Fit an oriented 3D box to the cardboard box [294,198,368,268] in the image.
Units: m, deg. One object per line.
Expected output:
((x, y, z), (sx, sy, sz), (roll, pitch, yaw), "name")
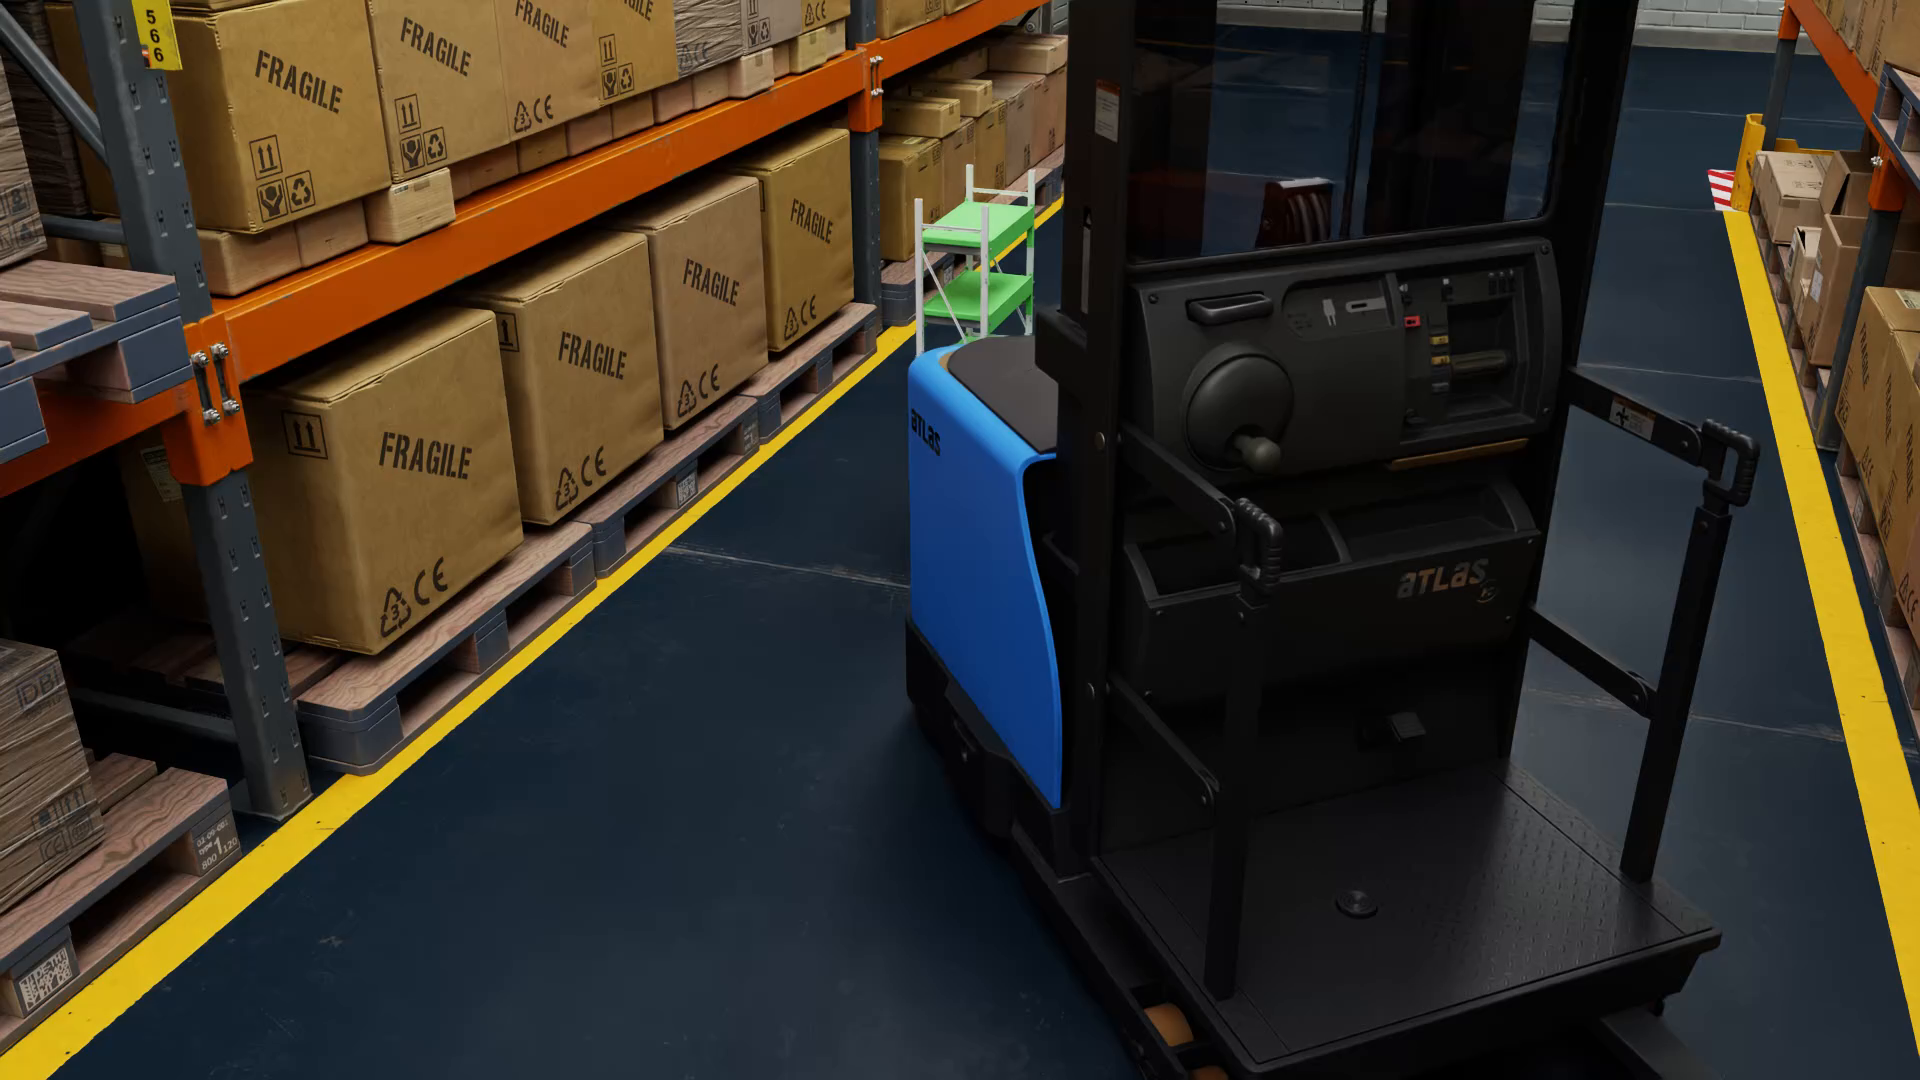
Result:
((-1.762, -0.820, 4.267), (0.380, 0.149, 0.250), (9, 27, 18), "cardboard box")

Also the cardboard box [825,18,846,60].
((-0.697, -2.080, 6.869), (0.380, 0.149, 0.250), (9, 27, 18), "cardboard box")

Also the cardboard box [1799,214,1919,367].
((3.744, -0.995, 6.727), (0.500, 0.500, 0.500), (9, 27, 17), "cardboard box")

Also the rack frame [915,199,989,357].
((-0.026, -0.508, 5.422), (0.240, 1.200, 0.015), (9, 27, 17), "rack frame")

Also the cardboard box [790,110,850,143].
((-0.741, -1.982, 8.043), (0.380, 0.149, 0.250), (9, 27, 17), "cardboard box")

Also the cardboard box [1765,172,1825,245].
((4.371, -1.658, 8.383), (0.500, 0.250, 0.500), (9, 27, 17), "cardboard box")

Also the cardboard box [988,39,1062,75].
((0.386, -2.877, 9.893), (0.380, 0.149, 0.250), (9, 27, 19), "cardboard box")

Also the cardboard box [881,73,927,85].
((-0.396, -2.410, 8.929), (0.380, 0.149, 0.250), (9, 27, 18), "cardboard box")

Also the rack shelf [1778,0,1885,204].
((4.487, -2.145, 7.564), (1.077, 0.370, 4.000), (9, 27, 17), "rack shelf")

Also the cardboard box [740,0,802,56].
((-0.927, -2.115, 6.196), (0.500, 0.500, 0.500), (9, 27, 18), "cardboard box")

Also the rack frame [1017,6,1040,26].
((0.480, -4.008, 10.586), (1.000, 3.000, 0.127), (9, 27, 17), "rack frame")

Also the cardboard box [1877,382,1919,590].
((3.090, -0.132, 4.943), (0.500, 0.500, 0.500), (9, 27, 18), "cardboard box")

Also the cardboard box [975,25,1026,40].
((0.194, -3.142, 10.439), (0.380, 0.149, 0.250), (9, 27, 18), "cardboard box")

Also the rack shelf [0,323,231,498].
((-2.848, 0.425, 2.255), (1.077, 0.370, 4.000), (9, 27, 17), "rack shelf")

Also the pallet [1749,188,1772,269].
((4.863, -1.677, 8.971), (1.003, 0.211, 1.213), (9, 27, 17), "pallet")

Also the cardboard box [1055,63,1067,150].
((0.341, -2.770, 10.415), (0.700, 0.500, 0.500), (9, 27, 17), "cardboard box")

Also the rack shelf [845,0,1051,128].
((-0.185, -2.862, 9.045), (1.077, 0.370, 4.000), (9, 27, 17), "rack shelf")

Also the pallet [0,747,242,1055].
((-2.444, 0.856, 3.740), (1.003, 0.211, 1.213), (9, 27, 17), "pallet")

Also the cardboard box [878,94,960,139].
((-0.219, -2.127, 8.342), (0.380, 0.149, 0.250), (10, 27, 19), "cardboard box")

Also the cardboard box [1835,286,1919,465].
((3.431, -0.557, 5.821), (0.500, 0.500, 0.500), (8, 27, 15), "cardboard box")

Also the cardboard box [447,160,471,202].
((-1.626, -1.038, 4.718), (0.380, 0.149, 0.250), (8, 27, 17), "cardboard box")

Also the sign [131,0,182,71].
((-1.667, -1.131, 3.406), (0.100, 0.325, 0.005), (9, 27, 17), "sign")

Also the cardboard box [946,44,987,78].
((-0.057, -2.831, 9.797), (0.380, 0.149, 0.250), (9, 27, 18), "cardboard box")

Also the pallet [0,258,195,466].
((-2.319, -0.326, 3.201), (1.213, 0.211, 1.003), (9, 27, 17), "pallet")

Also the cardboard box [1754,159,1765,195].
((4.606, -1.989, 9.162), (0.380, 0.166, 0.250), (9, 27, 17), "cardboard box")

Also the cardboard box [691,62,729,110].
((-1.063, -1.665, 6.012), (0.380, 0.149, 0.250), (9, 27, 17), "cardboard box")

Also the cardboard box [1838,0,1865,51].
((4.085, -2.358, 7.064), (0.500, 0.500, 0.500), (9, 27, 19), "cardboard box")

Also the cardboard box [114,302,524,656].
((-1.814, -0.225, 4.757), (0.750, 0.750, 0.750), (8, 27, 17), "cardboard box")

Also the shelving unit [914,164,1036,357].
((0.055, -0.608, 5.629), (0.258, 1.200, 0.503), (9, 27, 17), "shelving unit")

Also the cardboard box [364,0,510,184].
((-1.596, -1.284, 4.482), (0.500, 0.500, 0.500), (10, 27, 19), "cardboard box")

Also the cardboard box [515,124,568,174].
((-1.452, -1.251, 5.156), (0.380, 0.149, 0.250), (9, 27, 18), "cardboard box")

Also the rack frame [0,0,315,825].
((-2.182, -0.720, 3.795), (1.000, 3.000, 0.127), (9, 27, 17), "rack frame")

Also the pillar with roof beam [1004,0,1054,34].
((4.622, -7.319, 10.539), (9.100, 9.000, 0.400), (9, 27, 17), "pillar with roof beam")

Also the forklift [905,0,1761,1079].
((0.854, -0.324, 3.055), (1.130, 2.935, 3.031), (-10, 27, -19), "forklift")

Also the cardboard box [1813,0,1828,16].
((4.420, -2.773, 7.921), (0.500, 0.500, 0.500), (9, 27, 17), "cardboard box")

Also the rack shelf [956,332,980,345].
((0.055, -0.551, 5.657), (0.258, 0.148, 0.480), (9, 27, 17), "rack shelf")

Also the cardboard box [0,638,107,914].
((-2.373, 0.510, 3.618), (0.700, 0.500, 0.500), (9, 27, 18), "cardboard box")

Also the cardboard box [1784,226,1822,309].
((3.993, -1.219, 7.405), (0.500, 0.311, 0.500), (9, 27, 17), "cardboard box")

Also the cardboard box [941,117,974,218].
((-0.335, -1.926, 8.673), (0.700, 0.500, 0.500), (8, 27, 17), "cardboard box")

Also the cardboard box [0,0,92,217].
((-2.274, -1.140, 4.184), (0.500, 0.500, 0.500), (9, 27, 18), "cardboard box")

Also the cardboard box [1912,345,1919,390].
((3.098, -0.483, 4.809), (0.500, 0.250, 0.500), (9, 27, 18), "cardboard box")

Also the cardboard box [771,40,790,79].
((-0.887, -1.873, 6.442), (0.380, 0.149, 0.250), (10, 27, 19), "cardboard box")

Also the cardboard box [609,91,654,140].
((-1.260, -1.457, 5.582), (0.380, 0.149, 0.250), (10, 27, 19), "cardboard box")

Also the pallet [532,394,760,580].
((-1.441, -0.278, 6.082), (1.003, 0.211, 1.213), (9, 27, 17), "pallet")

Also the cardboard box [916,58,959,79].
((-0.226, -2.621, 9.363), (0.380, 0.149, 0.250), (9, 27, 18), "cardboard box")

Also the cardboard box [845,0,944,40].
((-0.655, -2.720, 7.581), (0.980, 0.700, 0.700), (9, 27, 18), "cardboard box")

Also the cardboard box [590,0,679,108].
((-1.264, -1.703, 5.347), (0.500, 0.500, 0.500), (10, 27, 19), "cardboard box")

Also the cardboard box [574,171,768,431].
((-1.238, -0.934, 6.222), (0.750, 0.750, 0.750), (10, 27, 19), "cardboard box")

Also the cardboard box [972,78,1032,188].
((0.008, -2.357, 9.563), (0.700, 0.500, 0.500), (8, 27, 16), "cardboard box")

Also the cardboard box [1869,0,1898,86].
((3.746, -1.935, 6.189), (0.500, 0.500, 0.500), (9, 27, 18), "cardboard box")

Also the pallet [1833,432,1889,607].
((3.587, -0.052, 5.616), (1.003, 0.211, 1.213), (9, 27, 17), "pallet")

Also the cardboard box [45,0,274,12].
((-1.778, -1.407, 3.874), (0.500, 0.250, 0.500), (9, 27, 19), "cardboard box")

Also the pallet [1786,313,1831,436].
((4.051, -0.674, 6.900), (1.003, 0.211, 1.213), (9, 27, 17), "pallet")

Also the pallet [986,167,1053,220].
((-0.120, -1.913, 9.459), (1.003, 0.211, 1.213), (9, 27, 17), "pallet")
